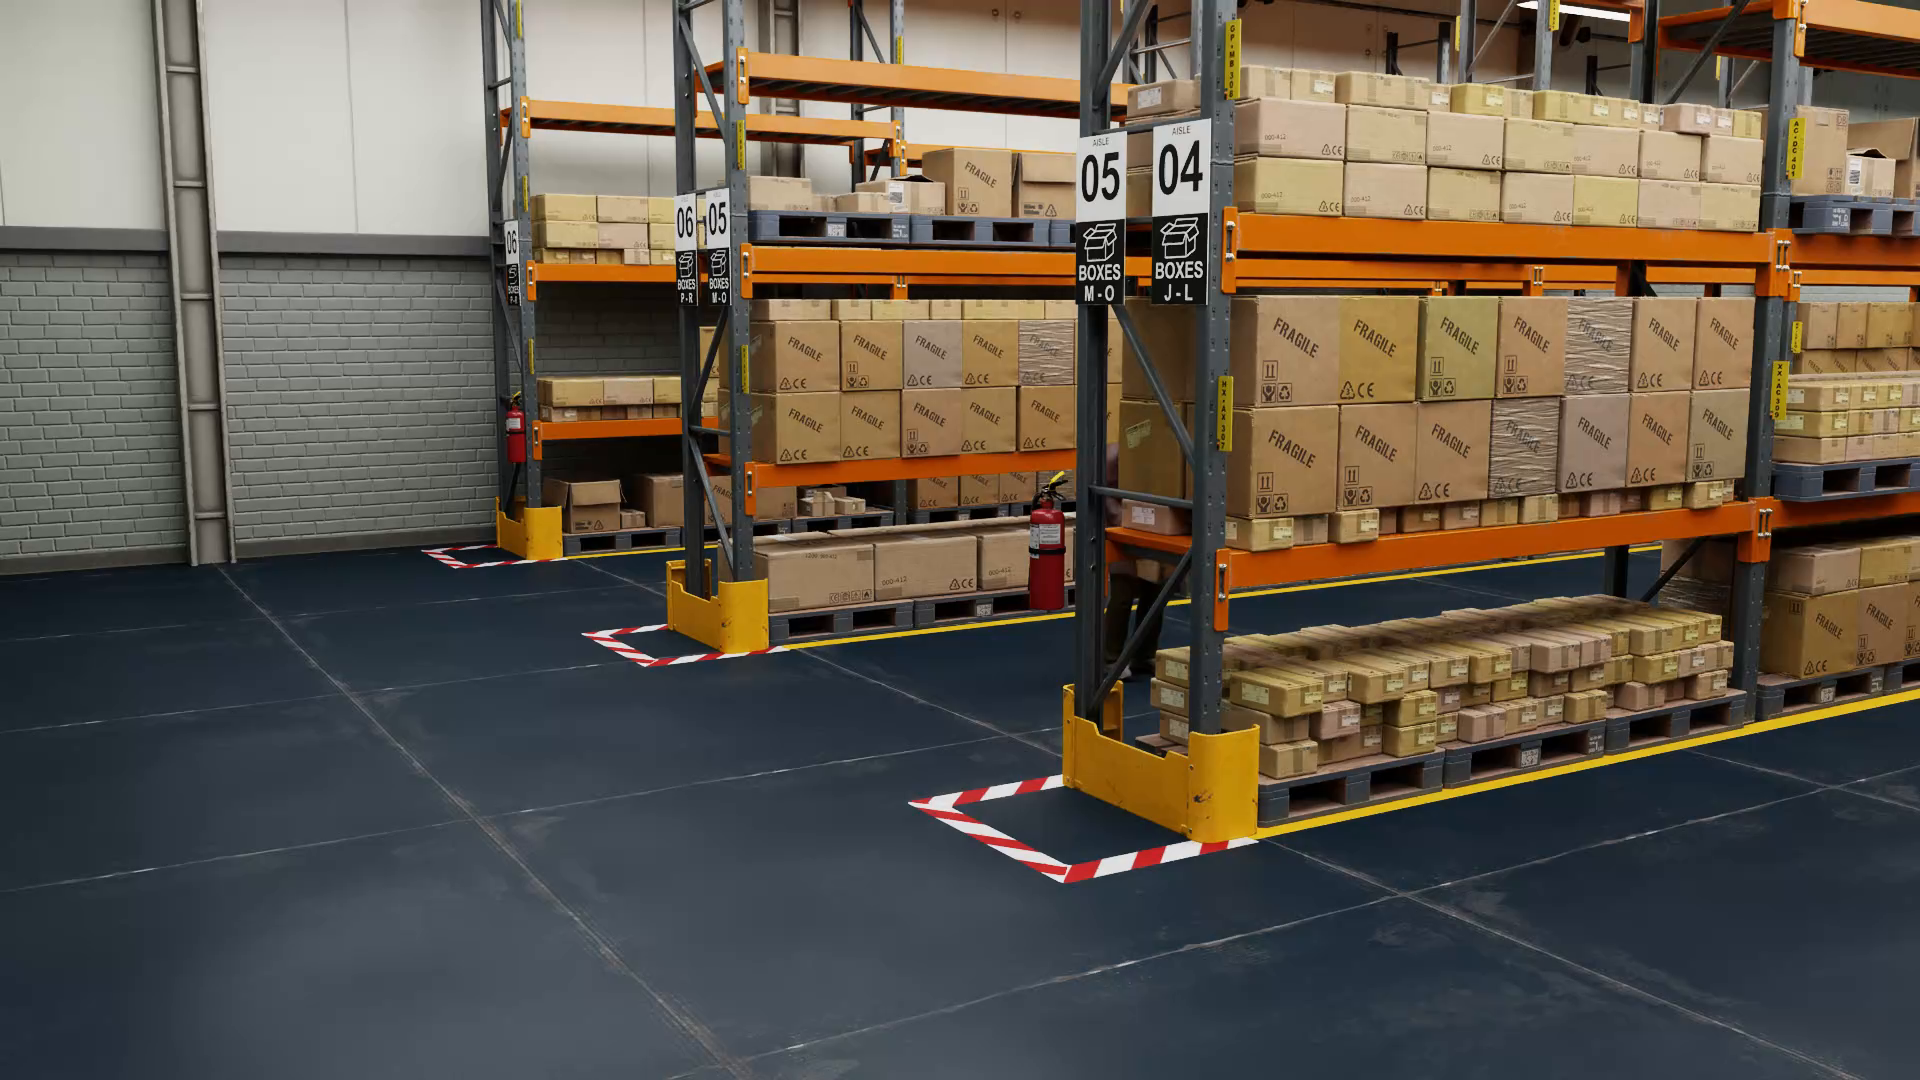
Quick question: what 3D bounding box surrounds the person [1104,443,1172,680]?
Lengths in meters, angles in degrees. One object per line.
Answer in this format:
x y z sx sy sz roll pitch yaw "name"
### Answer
1.164 0.000 10.876 0.628 1.773 0.427 -5 10 -33 "person"
